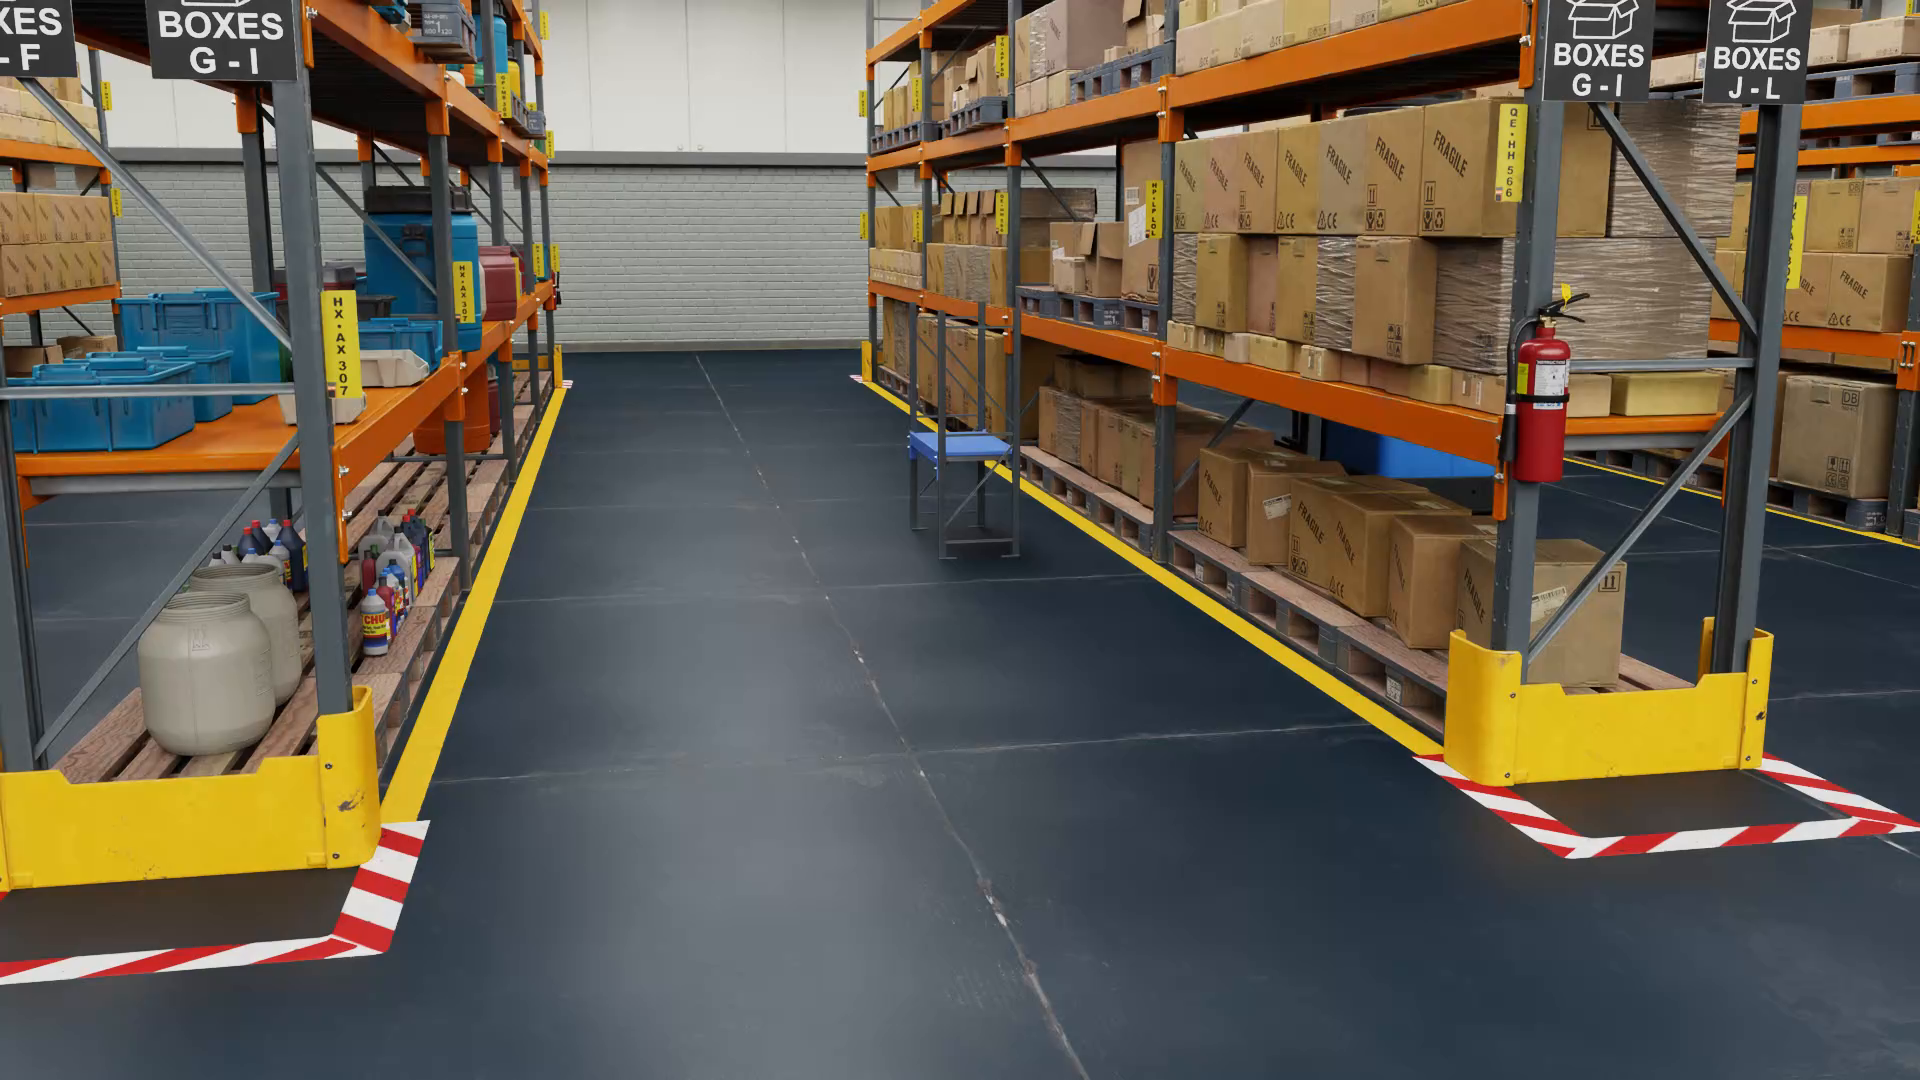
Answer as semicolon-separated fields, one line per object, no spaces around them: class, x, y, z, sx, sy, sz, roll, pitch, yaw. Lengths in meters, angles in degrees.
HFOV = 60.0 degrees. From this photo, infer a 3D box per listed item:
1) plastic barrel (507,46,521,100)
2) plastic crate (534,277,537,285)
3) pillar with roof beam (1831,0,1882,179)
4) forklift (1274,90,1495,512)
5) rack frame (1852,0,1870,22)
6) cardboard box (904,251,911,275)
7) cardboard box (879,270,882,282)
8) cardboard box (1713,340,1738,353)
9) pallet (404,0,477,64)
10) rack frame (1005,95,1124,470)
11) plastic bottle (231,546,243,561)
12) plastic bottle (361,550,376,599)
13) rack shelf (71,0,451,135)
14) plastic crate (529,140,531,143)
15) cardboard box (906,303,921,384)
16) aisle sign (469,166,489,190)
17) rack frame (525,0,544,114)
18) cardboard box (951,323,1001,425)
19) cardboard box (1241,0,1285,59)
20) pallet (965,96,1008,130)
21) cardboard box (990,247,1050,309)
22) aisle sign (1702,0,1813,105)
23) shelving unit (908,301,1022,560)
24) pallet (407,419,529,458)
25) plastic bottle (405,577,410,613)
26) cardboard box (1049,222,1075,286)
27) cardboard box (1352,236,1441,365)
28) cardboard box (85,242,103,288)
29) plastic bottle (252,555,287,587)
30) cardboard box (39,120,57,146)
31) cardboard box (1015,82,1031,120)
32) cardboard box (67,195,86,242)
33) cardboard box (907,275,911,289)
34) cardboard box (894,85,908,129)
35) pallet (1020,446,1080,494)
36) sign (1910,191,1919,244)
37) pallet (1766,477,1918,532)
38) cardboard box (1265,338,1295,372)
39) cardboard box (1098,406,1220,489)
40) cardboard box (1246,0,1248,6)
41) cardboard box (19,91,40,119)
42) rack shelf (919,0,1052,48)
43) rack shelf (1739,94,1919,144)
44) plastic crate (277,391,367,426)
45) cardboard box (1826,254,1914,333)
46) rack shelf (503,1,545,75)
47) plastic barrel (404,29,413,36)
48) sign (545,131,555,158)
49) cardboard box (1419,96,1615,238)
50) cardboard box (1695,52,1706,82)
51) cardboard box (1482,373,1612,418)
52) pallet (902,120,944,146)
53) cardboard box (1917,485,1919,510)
plastic barrel;-4.377;-4.252;15.366;0.600;0.588;0.600;0;11;0
plastic crate;-4.881;-2.953;18.478;0.416;0.233;0.300;-2;11;-11
pillar with roof beam;10.052;-7.413;25.577;9.100;9.000;0.400;-2;11;-11
forklift;3.130;-1.838;12.515;1.130;2.935;3.031;-1;11;-8
rack frame;9.825;-6.127;18.822;1.000;3.000;0.127;-2;11;-11
cardboard box;-0.342;-3.059;18.350;0.500;0.250;0.500;-2;11;-9
cardboard box;-0.775;-3.211;20.218;0.380;0.149;0.250;-2;11;-12
cardboard box;9.808;-2.247;20.209;0.875;0.438;0.875;-2;11;-12
pallet;-2.962;-2.425;7.895;1.213;0.211;1.003;-2;11;-11
rack frame;0.882;-2.086;13.635;1.000;3.000;0.127;-2;11;-11
plastic bottle;-3.420;0.175;7.841;0.061;0.283;0.133;-2;11;-8
plastic bottle;-2.767;0.182;7.808;0.061;0.283;0.133;-2;11;-11
rack shelf;-2.809;-1.926;6.694;1.077;0.370;4.000;-2;11;-11
plastic crate;-4.727;-4.287;17.525;0.497;0.269;0.590;-2;11;-11
cardboard box;-0.121;-2.271;19.168;0.875;0.875;0.875;-2;11;-11
aisle sign;-5.837;-4.653;20.167;0.394;0.787;0.004;-2;11;-11
rack frame;-5.532;-6.321;19.837;1.000;3.000;0.127;-2;11;-11
cardboard box;0.603;-1.540;15.324;1.225;0.875;0.875;-2;11;-11
cardboard box;1.691;-2.472;8.042;0.500;0.250;0.500;-3;11;-13
pallet;0.705;-3.583;13.983;1.213;0.211;1.003;-2;11;-8
cardboard box;0.543;-2.217;14.054;0.500;0.500;0.500;-2;11;-9
aisle sign;2.745;-1.896;5.681;0.394;0.787;0.004;-2;11;-11
shelving unit;0.017;-0.721;10.474;0.538;1.500;1.048;-2;11;-11
pallet;-4.404;-0.903;14.875;1.003;0.211;1.213;-2;11;-11
plastic bottle;-2.612;0.239;7.728;0.097;0.201;0.097;0;11;0
cardboard box;1.027;-2.244;13.074;0.500;0.500;0.500;-4;11;-18
cardboard box;2.143;-1.004;6.884;0.875;0.500;0.500;-2;11;-11
cardboard box;-9.933;-3.076;18.567;0.500;0.500;0.500;-2;11;-11
plastic bottle;-3.188;0.215;7.652;0.152;0.276;0.135;-2;11;-11
cardboard box;-9.755;-4.234;17.296;0.500;0.250;0.500;-2;11;-11
cardboard box;0.724;-3.391;12.867;0.500;0.250;0.500;-2;11;-10
cardboard box;-9.831;-3.475;17.991;0.500;0.500;0.500;-2;11;-9
cardboard box;-0.376;-2.835;18.240;0.380;0.149;0.250;-2;11;-12
cardboard box;-0.381;-5.038;19.461;0.700;0.500;0.500;-3;11;-15
pallet;1.033;-0.573;13.143;1.003;0.211;1.213;-2;11;-11
sign;6.015;-2.023;10.417;0.100;0.325;0.005;-2;11;-11
pallet;6.321;-0.283;11.621;1.003;0.211;1.213;-2;11;-11
cardboard box;1.712;-0.904;8.097;0.380;0.149;0.250;-2;11;-11
cardboard box;1.379;-0.645;11.572;0.700;0.500;0.500;-3;11;-16
cardboard box;1.662;-2.737;8.368;0.380;0.149;0.250;-2;11;-9
cardboard box;-9.649;-4.388;16.769;0.500;0.250;0.500;-2;11;-11
rack shelf;0.493;-4.850;15.106;1.077;0.370;4.000;-2;11;-11
rack shelf;6.156;-3.001;12.345;1.077;0.370;4.000;-2;11;-11
plastic crate;-2.278;-0.485;5.929;0.298;0.136;0.250;-2;11;-11
cardboard box;6.182;-1.650;11.074;0.500;0.500;0.500;-2;11;-11
rack shelf;-5.143;-5.404;18.014;1.077;0.370;4.000;-2;11;-11
plastic barrel;-3.902;-3.312;10.905;0.600;0.830;0.708;-2;11;-11
sign;-4.996;-4.819;20.248;0.100;0.325;0.005;-2;11;-11
cardboard box;2.089;-1.397;6.279;0.500;0.500;0.500;-2;11;-11
cardboard box;5.890;-3.607;12.448;0.500;0.311;0.500;-2;11;-12
cardboard box;2.180;-0.540;6.185;0.380;0.149;0.250;-2;11;-11
pallet;-0.044;-4.400;18.008;1.003;0.211;1.213;-2;11;-11
cardboard box;6.599;-0.559;10.171;0.875;0.875;0.875;-2;11;-10
